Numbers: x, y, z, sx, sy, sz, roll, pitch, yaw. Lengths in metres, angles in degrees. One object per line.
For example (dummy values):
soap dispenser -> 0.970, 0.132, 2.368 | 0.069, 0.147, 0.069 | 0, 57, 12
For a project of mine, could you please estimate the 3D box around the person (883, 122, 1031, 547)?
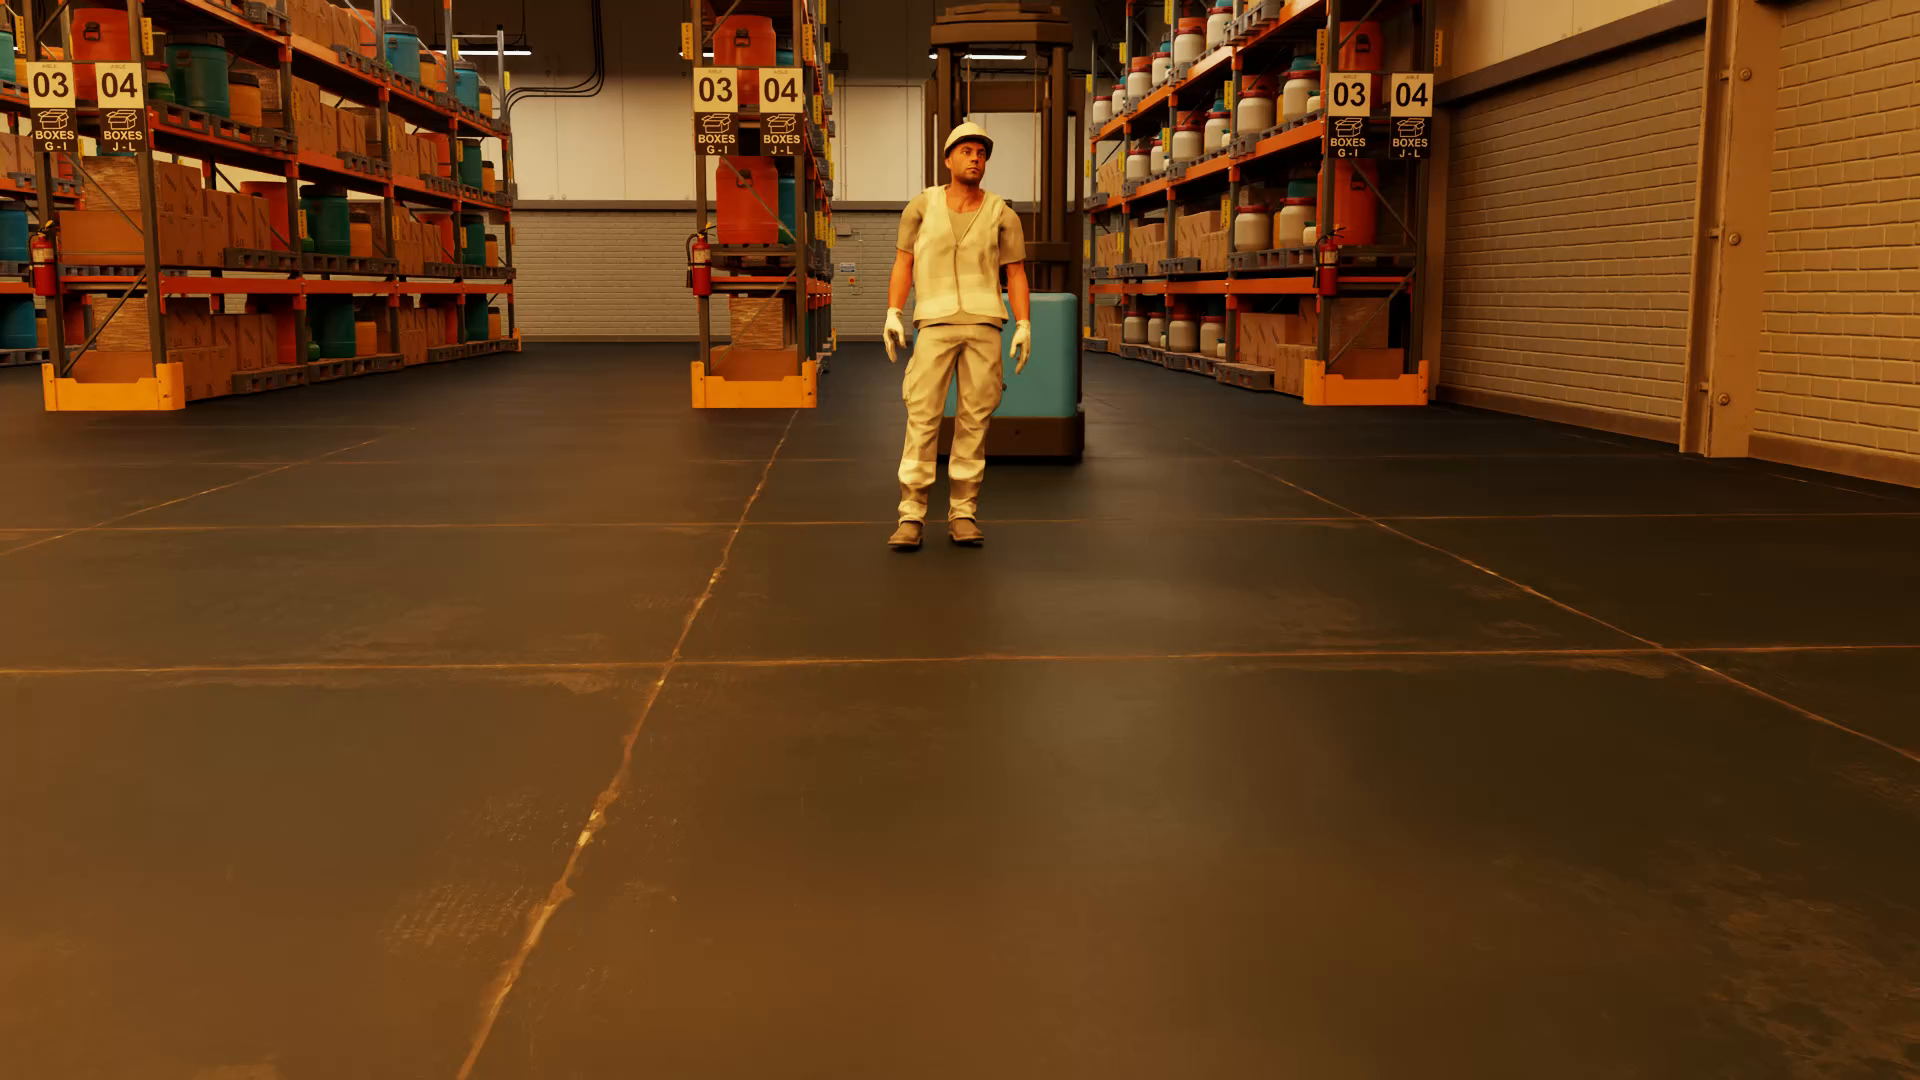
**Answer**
person -> -0.007, -0.881, 7.098 | 0.637, 1.787, 0.564 | -1, 8, -4

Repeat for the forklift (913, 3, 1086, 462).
forklift -> 0.322, -2.126, 11.650 | 1.130, 2.935, 3.031 | 1, 8, 4
